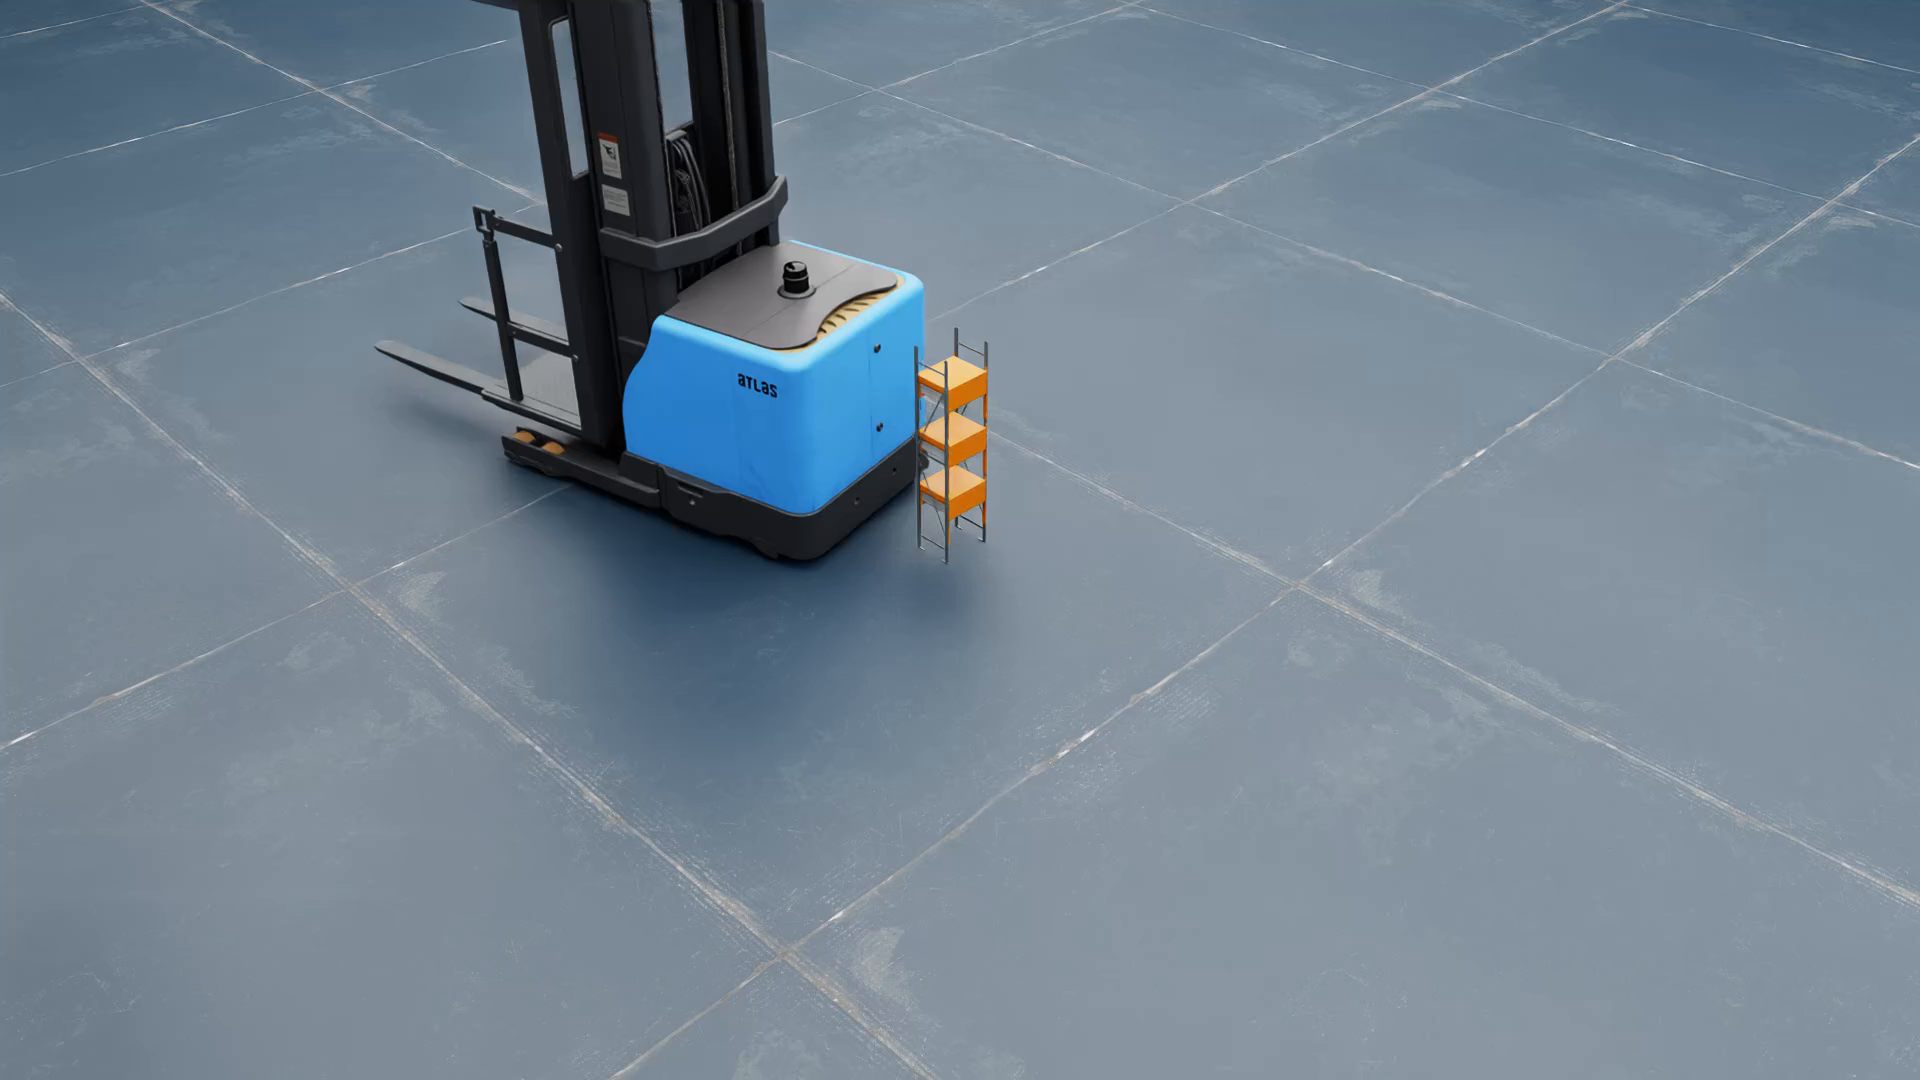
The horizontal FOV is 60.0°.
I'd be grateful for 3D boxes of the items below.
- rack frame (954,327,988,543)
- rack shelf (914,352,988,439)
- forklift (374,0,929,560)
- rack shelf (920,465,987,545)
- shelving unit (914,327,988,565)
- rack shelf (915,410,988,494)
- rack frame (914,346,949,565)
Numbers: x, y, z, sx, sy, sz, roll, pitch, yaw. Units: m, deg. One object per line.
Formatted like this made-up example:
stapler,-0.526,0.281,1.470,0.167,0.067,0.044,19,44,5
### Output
rack frame,0.048,-0.458,7.490,0.200,1.050,0.008,30,45,35
rack shelf,-0.038,-0.633,7.262,0.215,0.259,0.240,30,45,35
forklift,-1.668,-1.750,7.696,3.031,2.935,1.130,20,40,26
rack shelf,-0.038,-0.172,7.584,0.215,0.259,0.240,30,45,35
shelving unit,-0.038,-0.409,7.419,0.215,1.050,0.252,30,45,35
rack shelf,-0.038,-0.400,7.425,0.215,0.259,0.240,30,45,35
rack frame,-0.124,-0.359,7.348,0.200,1.050,0.008,30,45,35
